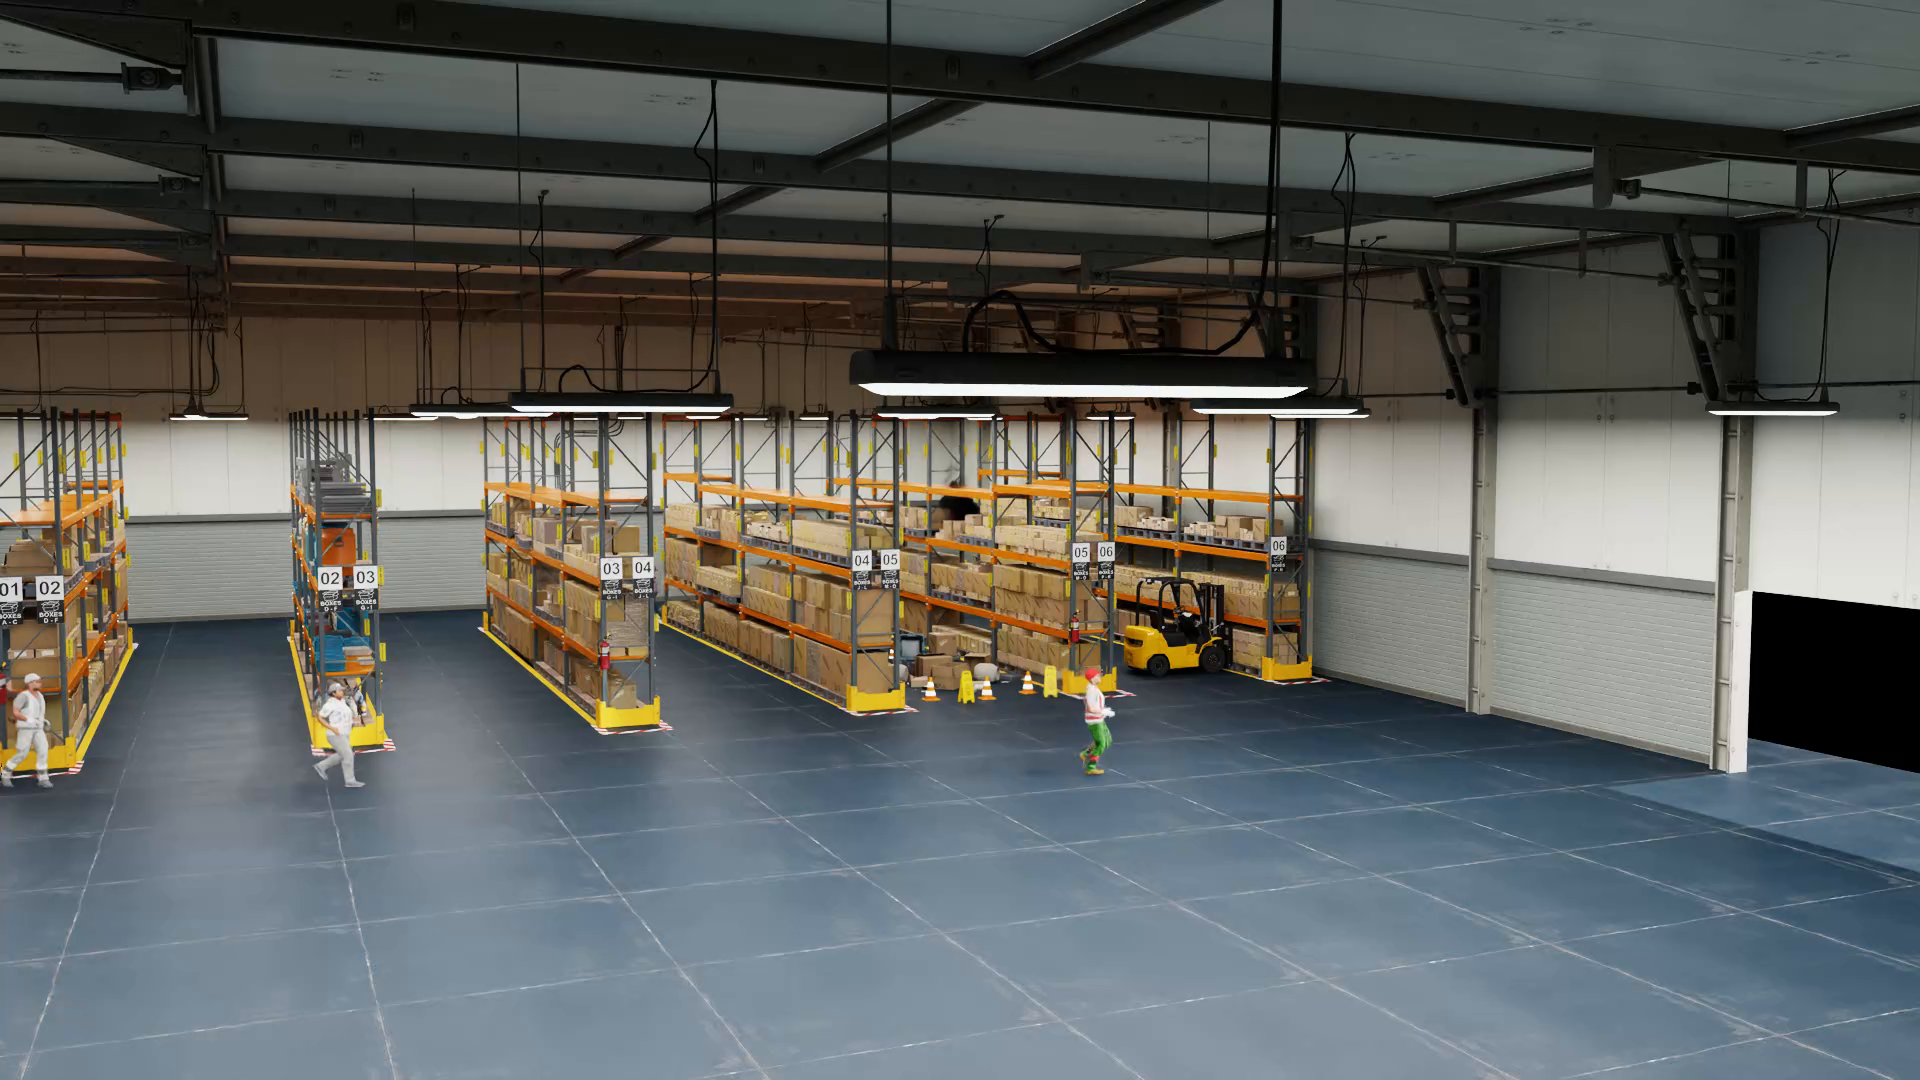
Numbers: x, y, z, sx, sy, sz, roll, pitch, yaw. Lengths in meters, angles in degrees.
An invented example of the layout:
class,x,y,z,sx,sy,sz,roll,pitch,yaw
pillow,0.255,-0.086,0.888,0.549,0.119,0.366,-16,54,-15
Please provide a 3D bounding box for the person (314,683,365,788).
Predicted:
class,x,y,z,sx,sy,sz,roll,pitch,yaw
person,-9.797,3.065,26.171,0.850,1.637,0.619,0,4,3

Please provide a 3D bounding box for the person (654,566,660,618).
class,x,y,z,sx,sy,sz,roll,pitch,yaw
person,-9.056,1.523,48.754,0.476,1.564,0.552,-2,5,-31

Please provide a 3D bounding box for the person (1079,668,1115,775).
class,x,y,z,sx,sy,sz,roll,pitch,yaw
person,2.236,2.949,27.076,0.598,1.740,0.648,1,4,7

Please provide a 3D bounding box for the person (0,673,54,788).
class,x,y,z,sx,sy,sz,roll,pitch,yaw
person,-14.565,2.986,26.161,0.896,1.772,0.725,1,4,11
